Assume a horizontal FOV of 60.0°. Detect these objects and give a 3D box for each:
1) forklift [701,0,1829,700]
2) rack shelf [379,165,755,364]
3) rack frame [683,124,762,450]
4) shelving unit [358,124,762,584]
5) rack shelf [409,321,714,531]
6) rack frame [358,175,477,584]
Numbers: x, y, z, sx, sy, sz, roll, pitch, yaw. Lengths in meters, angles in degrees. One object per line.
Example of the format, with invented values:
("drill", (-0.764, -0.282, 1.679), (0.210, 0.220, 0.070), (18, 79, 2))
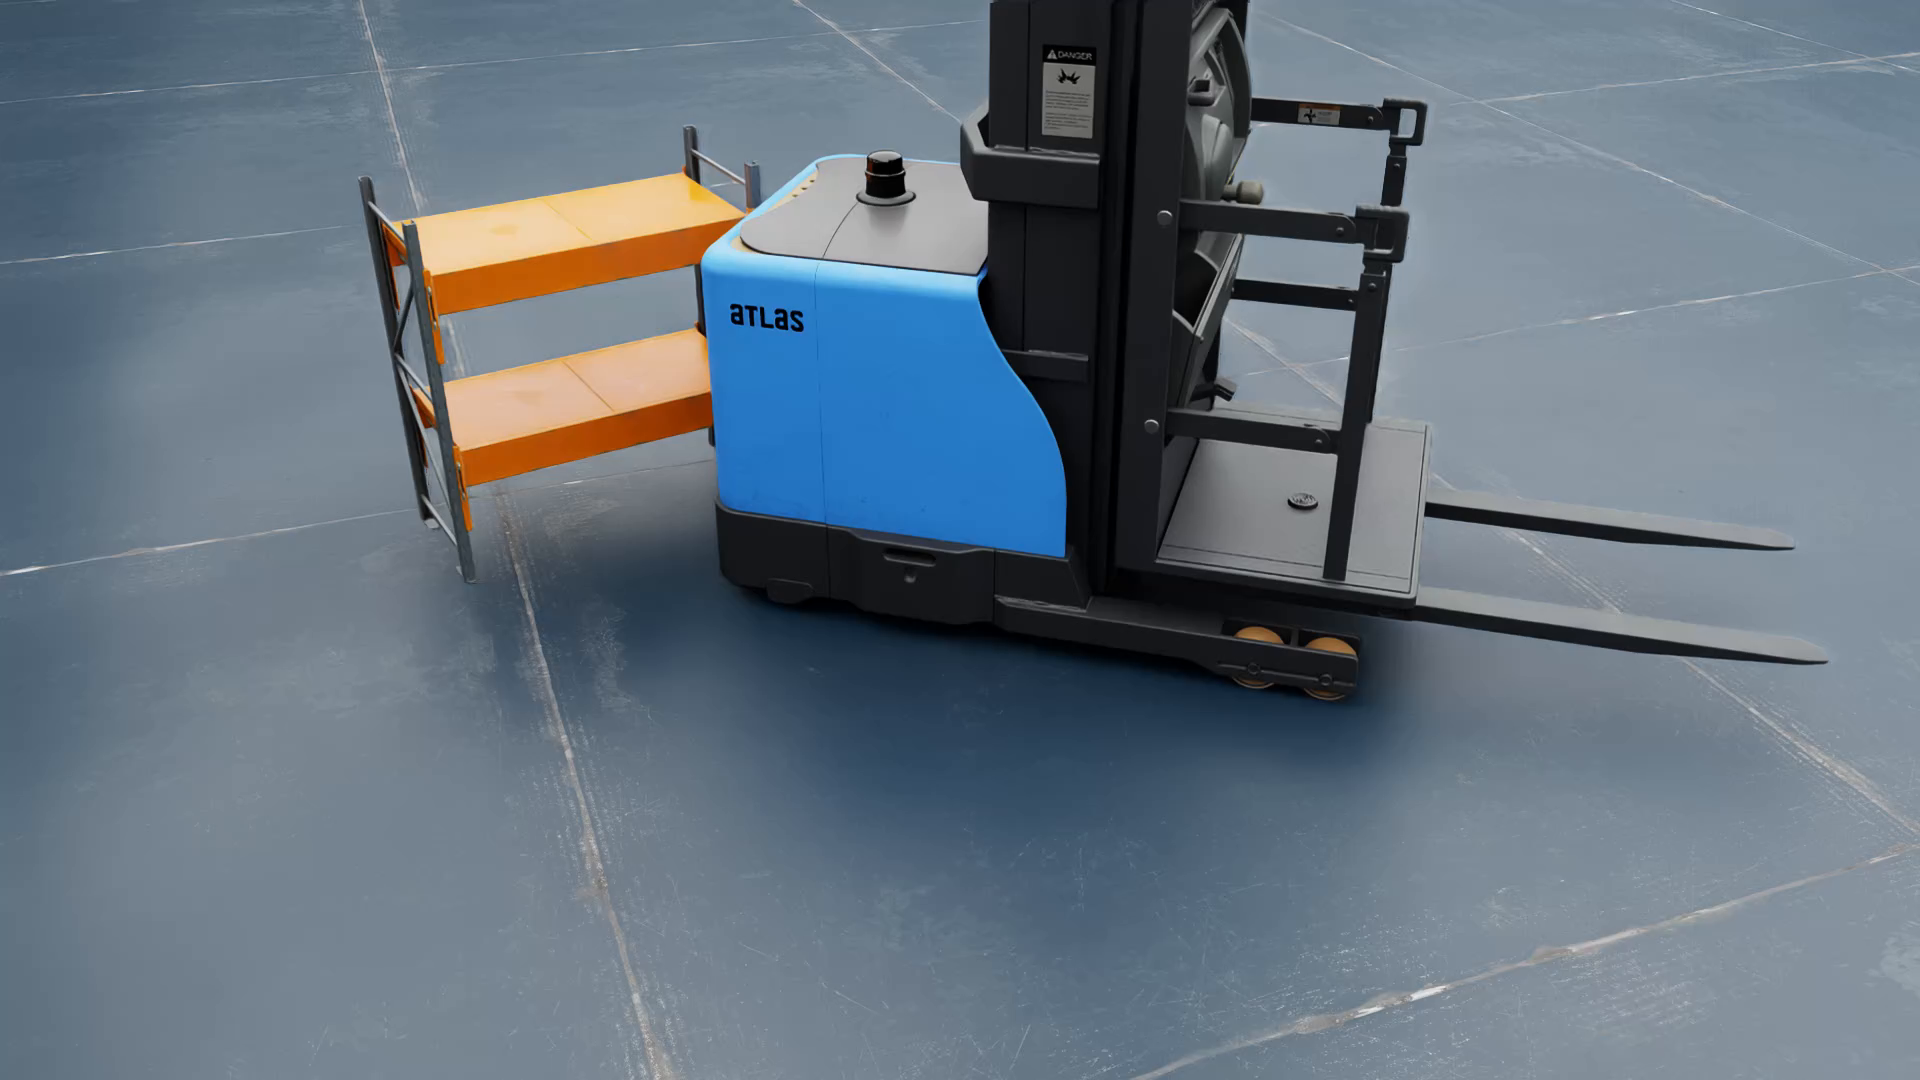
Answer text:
("forklift", (0.861, -1.135, 4.281), (3.031, 2.935, 1.130), (8, 31, 14))
("rack shelf", (-1.172, -0.850, 5.015), (1.000, 0.278, 0.538), (-17, 34, -27))
("rack frame", (-0.740, -0.728, 5.391), (0.032, 1.125, 0.500), (-17, 34, -27))
("shelving unit", (-1.172, -0.596, 5.160), (1.048, 1.125, 0.538), (-17, 34, -27))
("rack shelf", (-1.172, -0.383, 5.281), (1.000, 0.278, 0.538), (-17, 34, -27))
("rack frame", (-1.605, -0.464, 4.928), (0.032, 1.125, 0.500), (-17, 34, -27))
